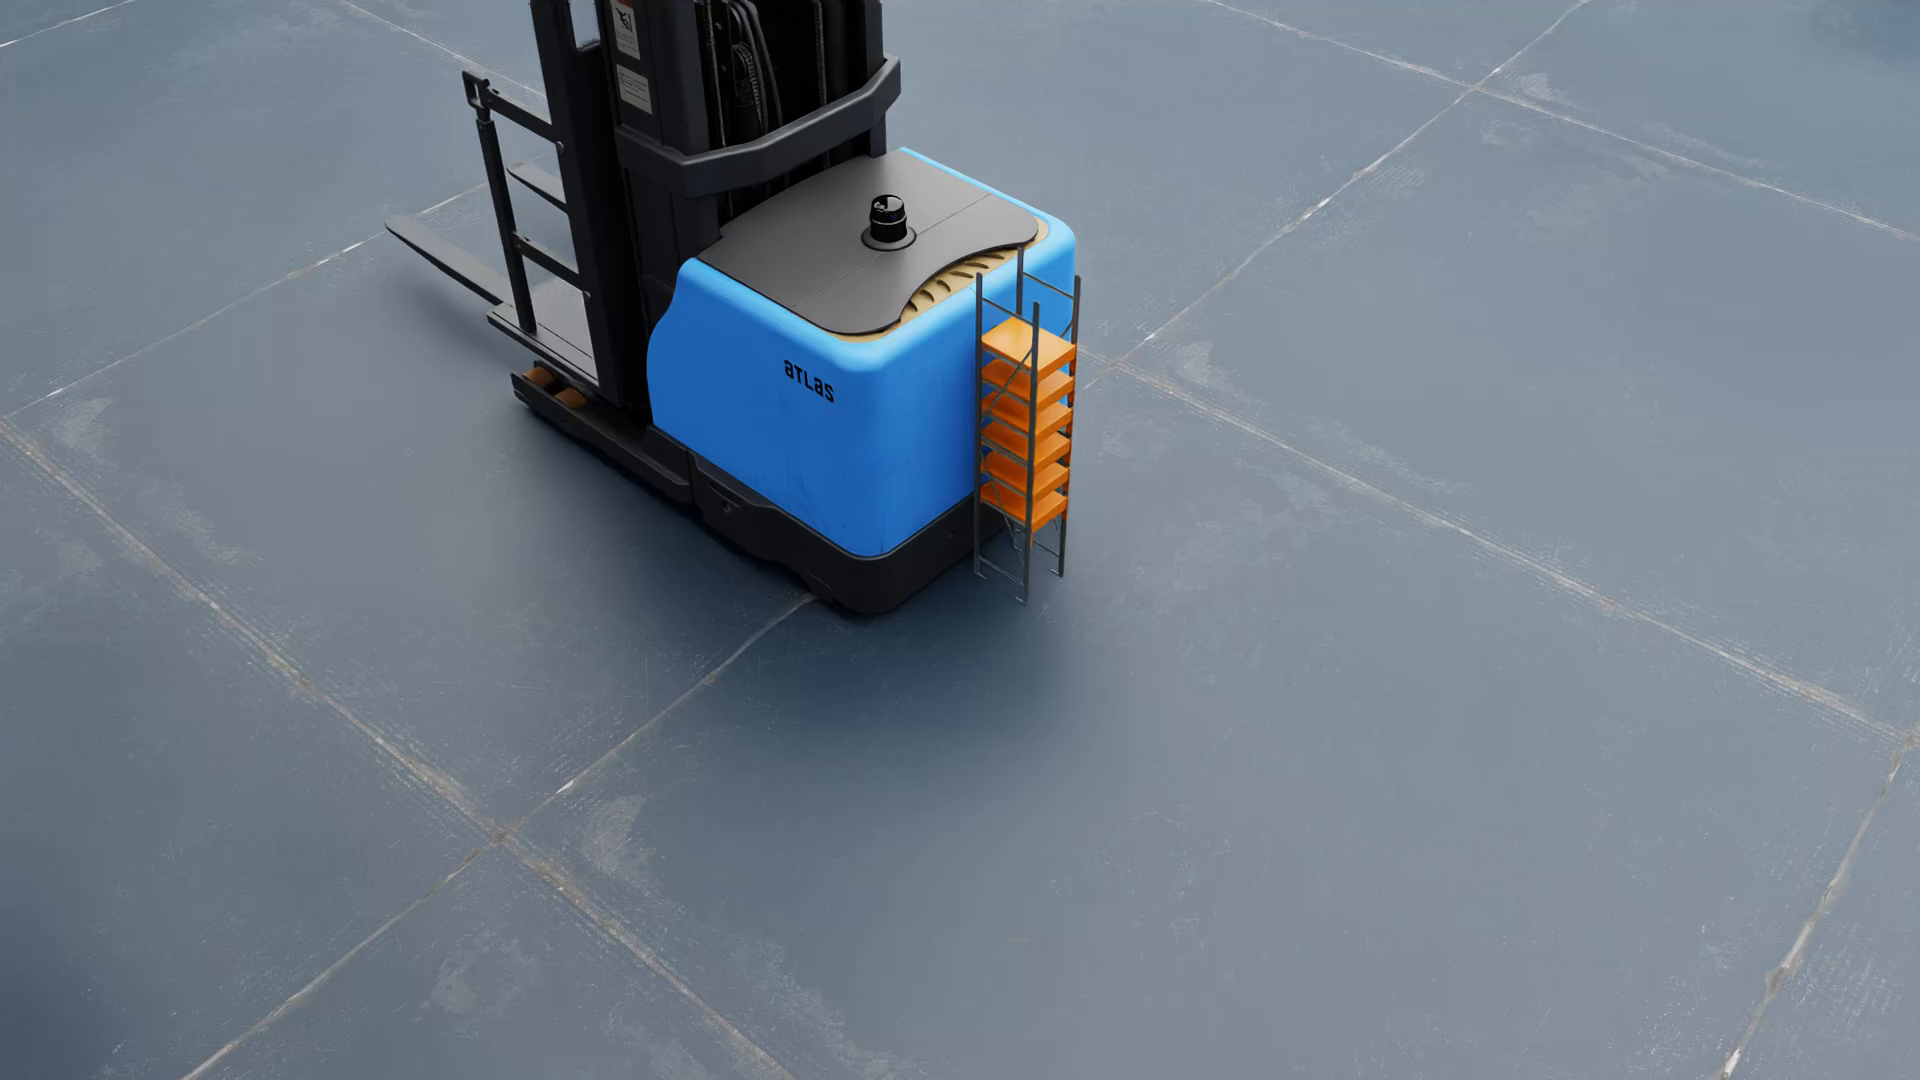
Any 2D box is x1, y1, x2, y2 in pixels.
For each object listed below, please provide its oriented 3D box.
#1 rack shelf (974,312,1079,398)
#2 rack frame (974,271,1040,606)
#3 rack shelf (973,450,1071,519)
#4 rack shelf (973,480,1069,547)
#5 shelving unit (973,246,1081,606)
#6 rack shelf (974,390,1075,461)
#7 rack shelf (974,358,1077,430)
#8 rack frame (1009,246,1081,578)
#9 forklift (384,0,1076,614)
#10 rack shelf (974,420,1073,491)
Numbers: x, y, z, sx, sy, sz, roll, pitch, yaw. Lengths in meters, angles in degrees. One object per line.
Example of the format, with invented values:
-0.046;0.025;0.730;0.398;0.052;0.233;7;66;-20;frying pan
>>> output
0.199;-0.558;5.003;0.258;0.103;0.180;32;51;30;rack shelf
0.136;-0.280;5.165;0.240;1.200;0.006;32;51;30;rack frame
0.198;-0.203;5.326;0.258;0.103;0.180;32;51;30;rack shelf
0.198;-0.115;5.407;0.258;0.103;0.180;32;51;30;rack shelf
0.198;-0.325;5.215;0.258;1.200;0.189;32;51;30;shelving unit
0.198;-0.381;5.164;0.258;0.103;0.180;32;51;30;rack shelf
0.199;-0.469;5.084;0.258;0.103;0.180;32;51;30;rack shelf
0.260;-0.370;5.265;0.240;1.200;0.006;32;51;30;rack frame
-1.041;-1.711;5.453;3.031;2.935;1.130;32;51;30;forklift
0.198;-0.292;5.245;0.258;0.103;0.180;32;51;30;rack shelf
